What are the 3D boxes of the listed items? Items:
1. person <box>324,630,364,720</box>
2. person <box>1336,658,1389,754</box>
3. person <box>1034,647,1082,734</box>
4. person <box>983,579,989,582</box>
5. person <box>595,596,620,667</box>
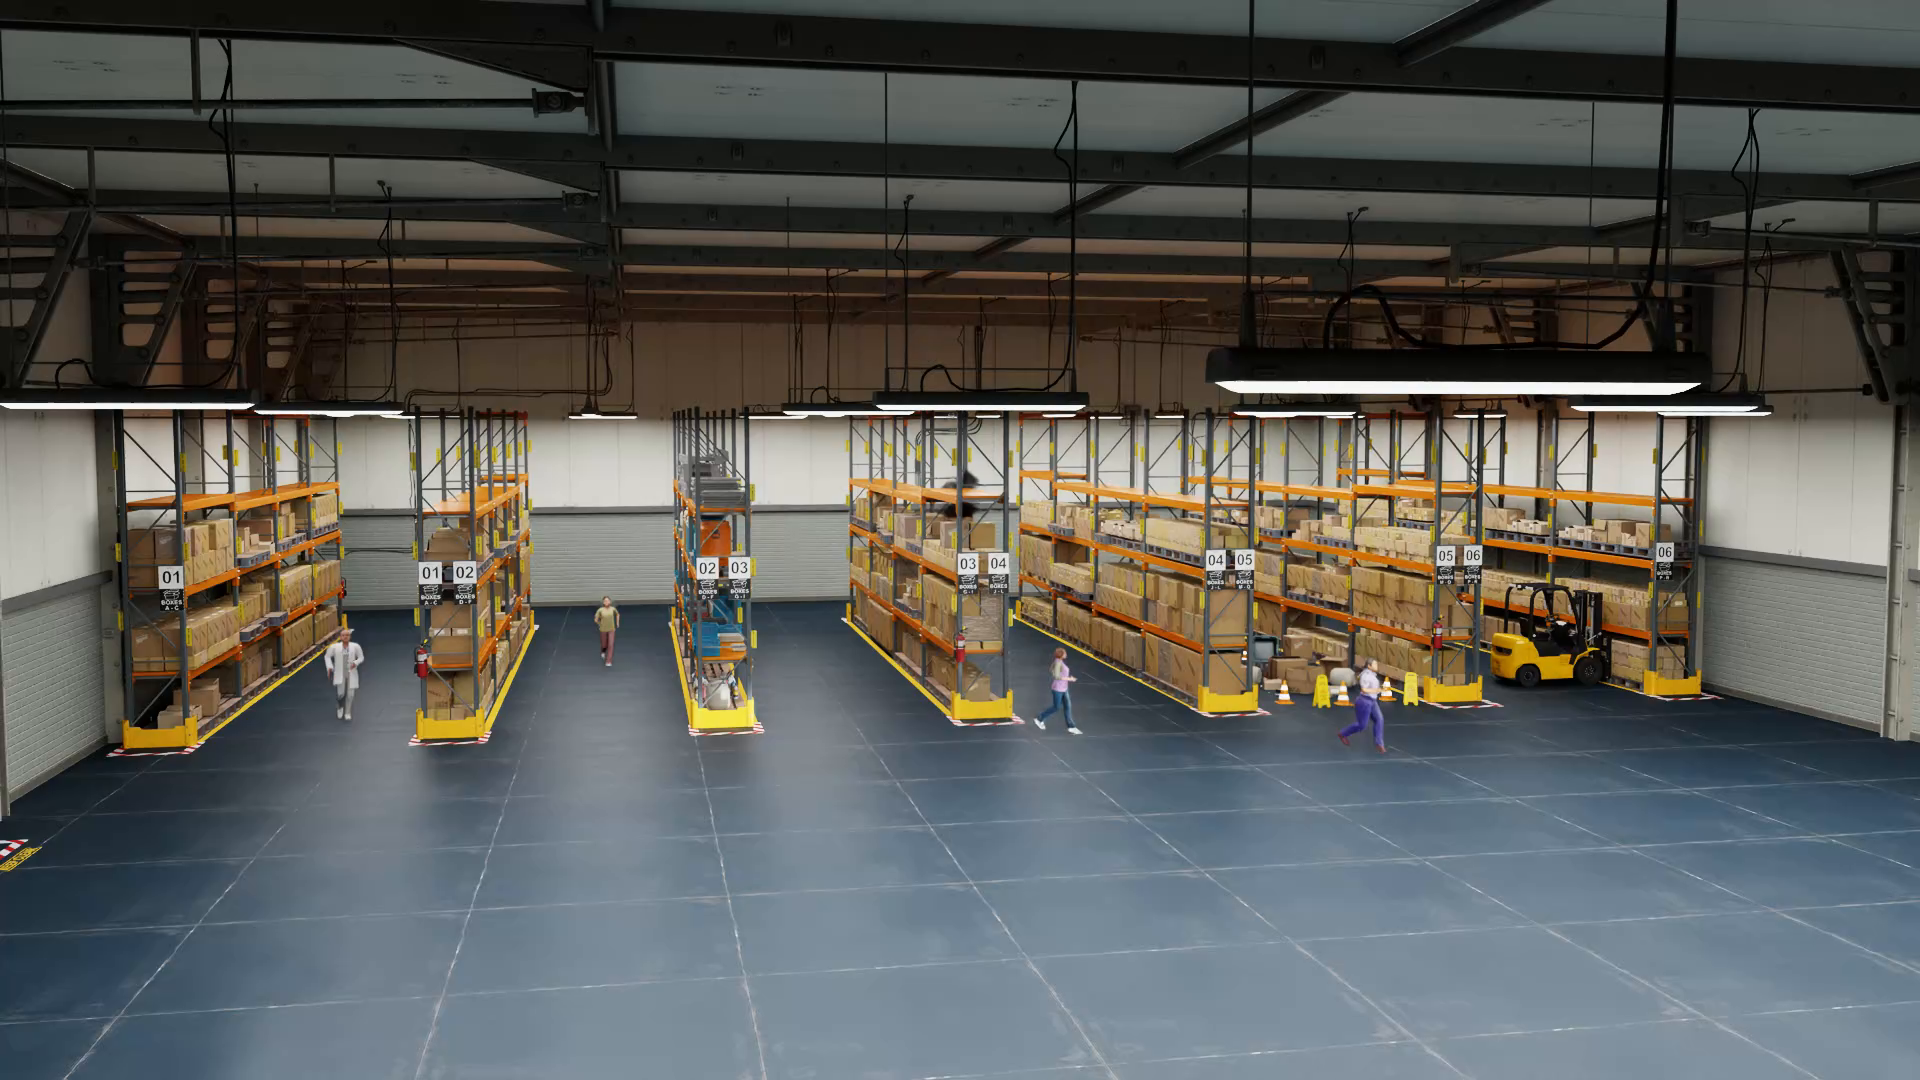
[{"bbox_3d":[-11.729,2.587,31.736,0.704,1.734,0.653,-2,4,-24],"label":"person"},{"bbox_3d":[7.009,2.879,28.864,0.912,1.693,0.620,2,5,31],"label":"person"},{"bbox_3d":[1.793,2.750,30.361,0.890,1.598,0.544,1,4,16],"label":"person"},{"bbox_3d":[0.606,1.498,47.287,0.621,1.717,0.828,1,4,9],"label":"person"},{"bbox_3d":[-8.270,2.132,39.054,0.593,1.635,0.894,-1,4,-18],"label":"person"}]
